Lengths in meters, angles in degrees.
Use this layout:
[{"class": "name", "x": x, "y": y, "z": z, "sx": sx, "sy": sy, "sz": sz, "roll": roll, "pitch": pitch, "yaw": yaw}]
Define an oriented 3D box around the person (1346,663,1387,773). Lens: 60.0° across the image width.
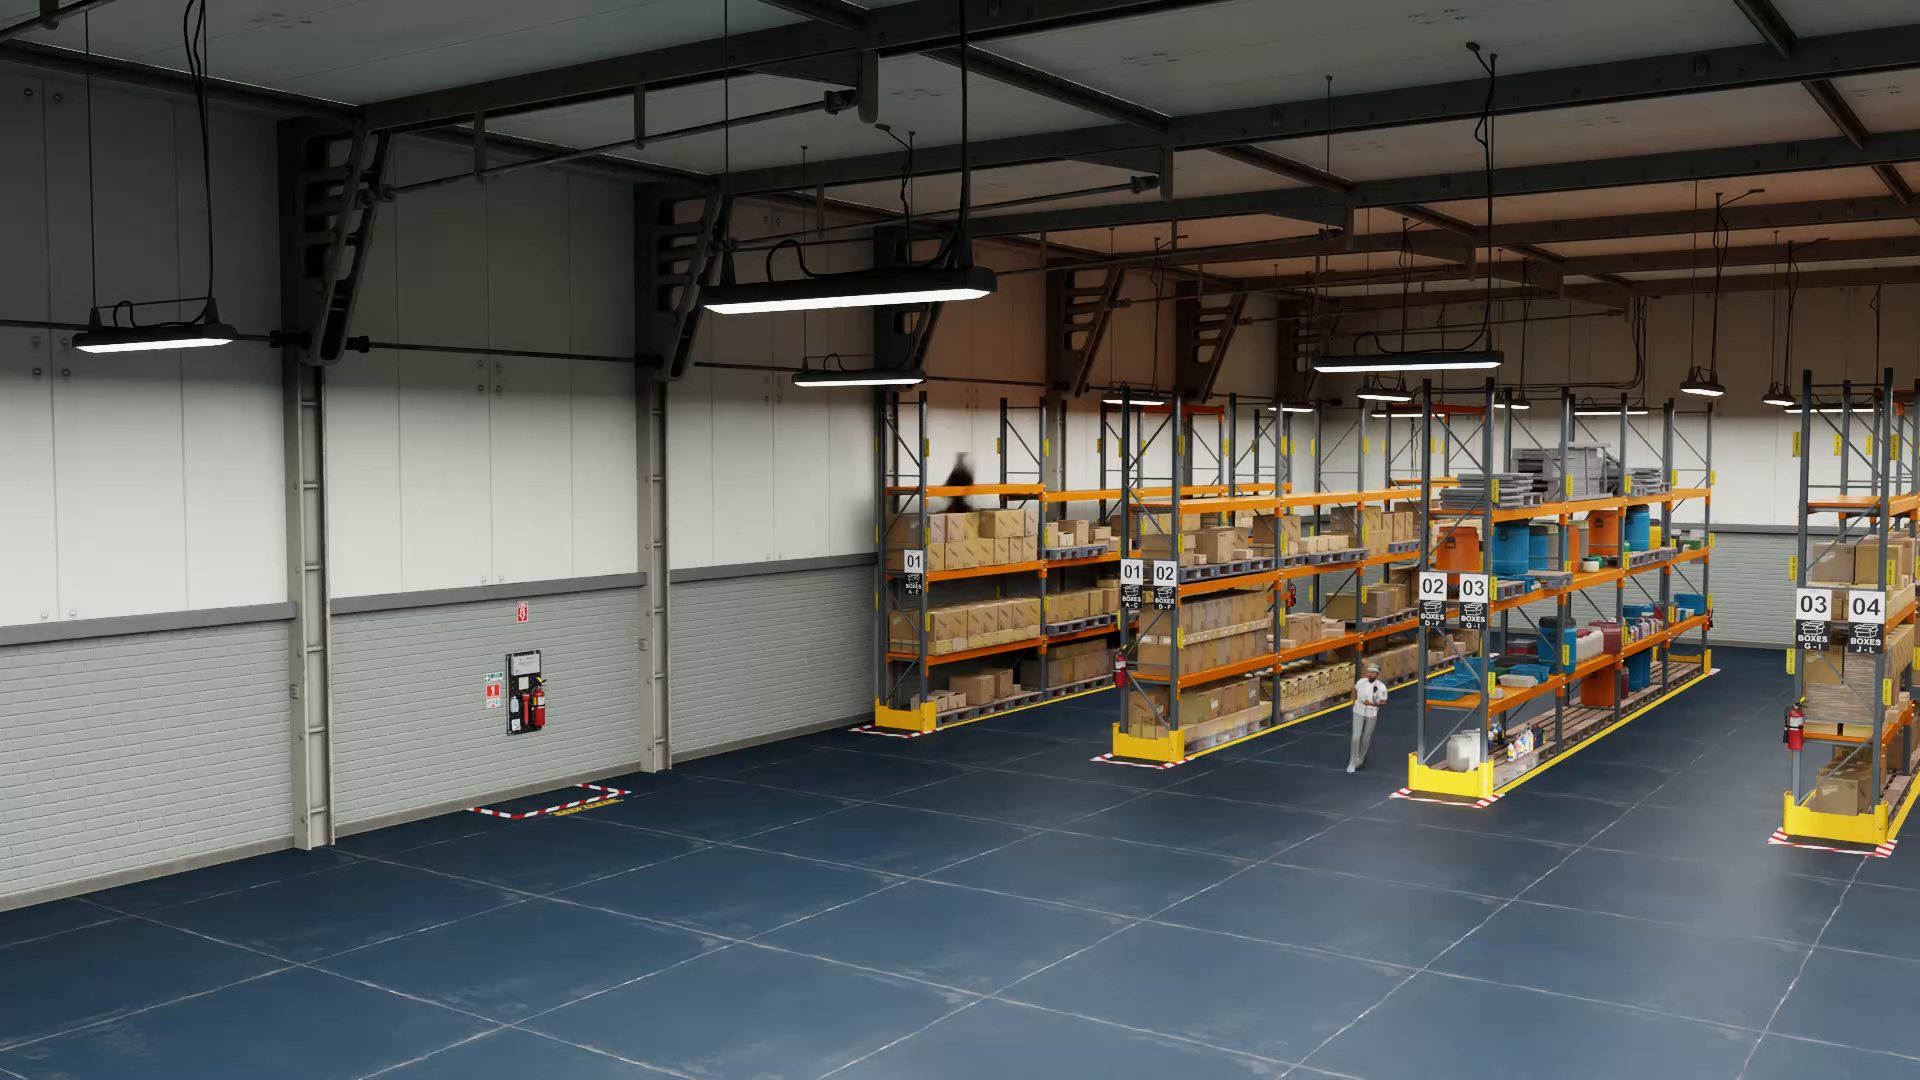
[{"class": "person", "x": 6.324, "y": 2.750, "z": 25.797, "sx": 0.594, "sy": 1.738, "sz": 0.670, "roll": 1, "pitch": 3, "yaw": 17}]
